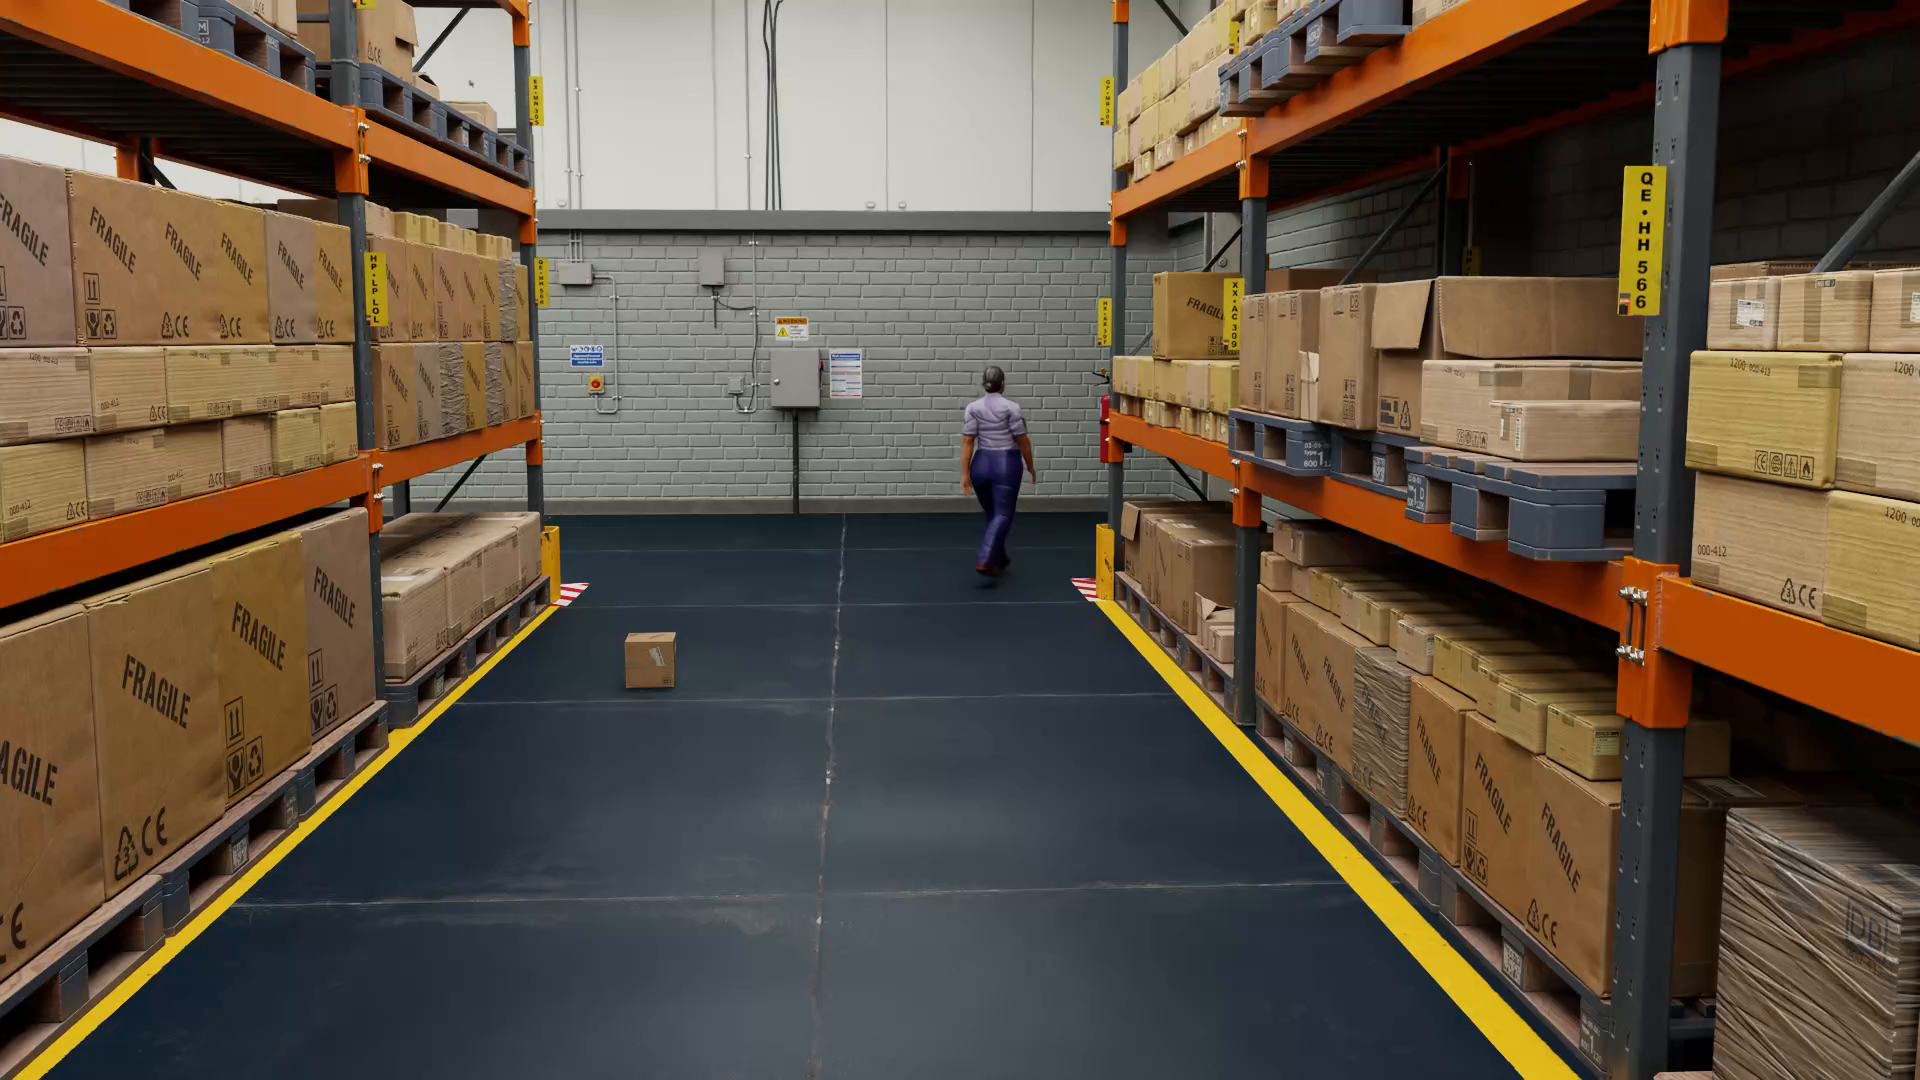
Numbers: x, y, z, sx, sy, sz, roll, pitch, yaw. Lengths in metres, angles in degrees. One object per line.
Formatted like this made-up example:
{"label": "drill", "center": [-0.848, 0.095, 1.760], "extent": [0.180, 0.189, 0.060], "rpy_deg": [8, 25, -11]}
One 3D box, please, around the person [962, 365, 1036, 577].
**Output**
{"label": "person", "center": [0.296, -0.516, 12.555], "extent": [0.490, 1.598, 0.996], "rpy_deg": [3, 8, 26]}
